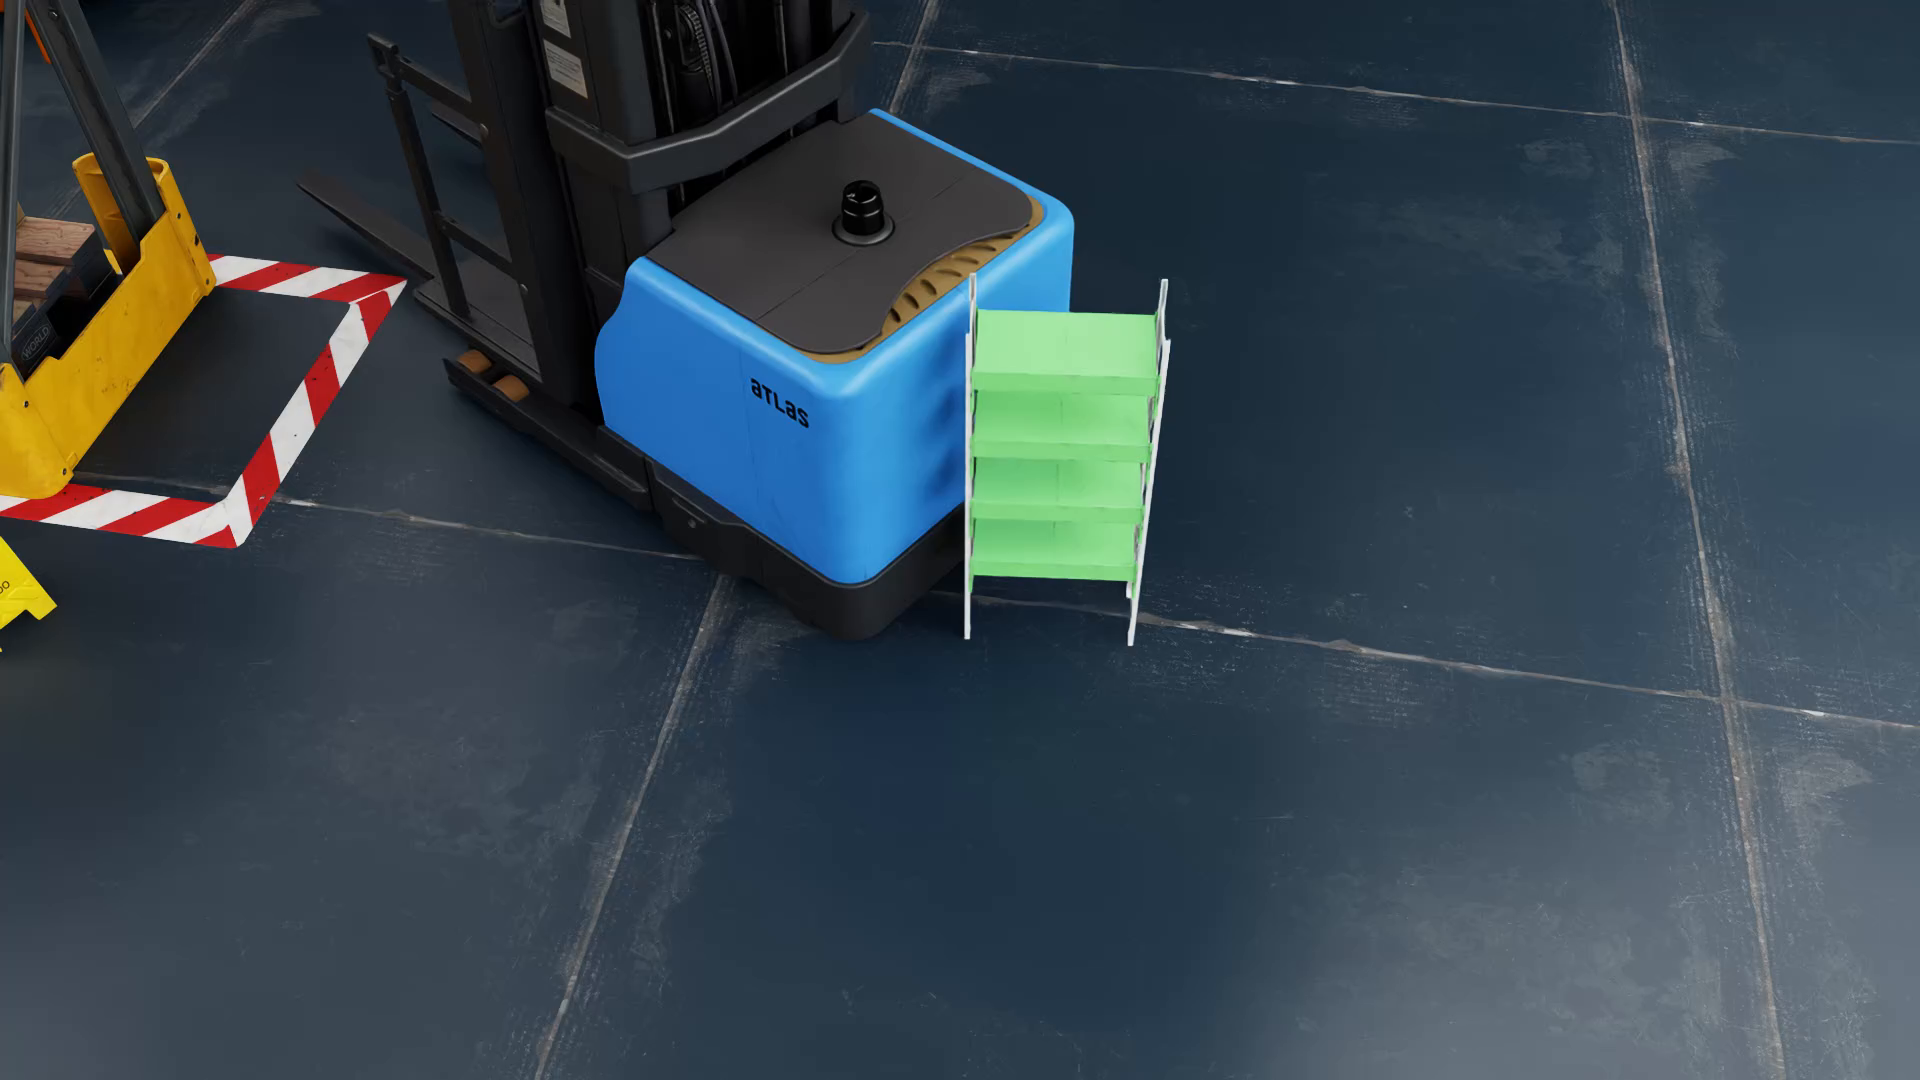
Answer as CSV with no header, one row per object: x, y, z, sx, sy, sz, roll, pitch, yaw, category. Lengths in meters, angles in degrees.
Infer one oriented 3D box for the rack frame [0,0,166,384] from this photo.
-2.915,-1.566,4.641,0.127,3.000,1.000,8,49,7,rack frame

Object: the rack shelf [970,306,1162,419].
0.271,-0.461,4.298,0.480,0.148,0.258,2,48,2,rack shelf

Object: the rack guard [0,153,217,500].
-2.989,-0.741,5.580,0.348,0.500,1.175,8,49,7,rack guard

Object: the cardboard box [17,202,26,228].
-3.659,-1.097,5.785,0.500,0.250,0.500,7,48,7,cardboard box

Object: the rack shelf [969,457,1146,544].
0.271,-0.140,4.655,0.480,0.148,0.258,2,48,2,rack shelf

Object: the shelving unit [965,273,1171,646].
0.271,-0.183,4.608,0.503,1.200,0.258,2,48,2,shelving unit

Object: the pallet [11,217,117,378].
-3.783,-0.778,5.807,1.213,0.211,1.003,8,49,7,pallet

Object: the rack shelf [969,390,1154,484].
0.271,-0.300,4.477,0.480,0.148,0.258,2,48,2,rack shelf

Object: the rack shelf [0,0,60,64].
-4.883,-1.590,5.146,4.000,0.370,1.077,8,49,7,rack shelf

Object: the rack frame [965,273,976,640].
0.027,-0.192,4.616,0.015,1.200,0.240,2,48,2,rack frame

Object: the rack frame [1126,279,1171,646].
0.515,-0.174,4.599,0.015,1.200,0.240,2,48,2,rack frame

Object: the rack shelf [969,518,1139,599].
0.271,0.020,4.834,0.480,0.148,0.258,2,48,2,rack shelf

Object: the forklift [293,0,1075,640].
-1.108,-1.633,4.747,3.031,2.935,1.130,33,56,26,forklift

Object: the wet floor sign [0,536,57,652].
-2.918,0.029,4.790,0.232,0.644,0.267,23,52,20,wet floor sign
